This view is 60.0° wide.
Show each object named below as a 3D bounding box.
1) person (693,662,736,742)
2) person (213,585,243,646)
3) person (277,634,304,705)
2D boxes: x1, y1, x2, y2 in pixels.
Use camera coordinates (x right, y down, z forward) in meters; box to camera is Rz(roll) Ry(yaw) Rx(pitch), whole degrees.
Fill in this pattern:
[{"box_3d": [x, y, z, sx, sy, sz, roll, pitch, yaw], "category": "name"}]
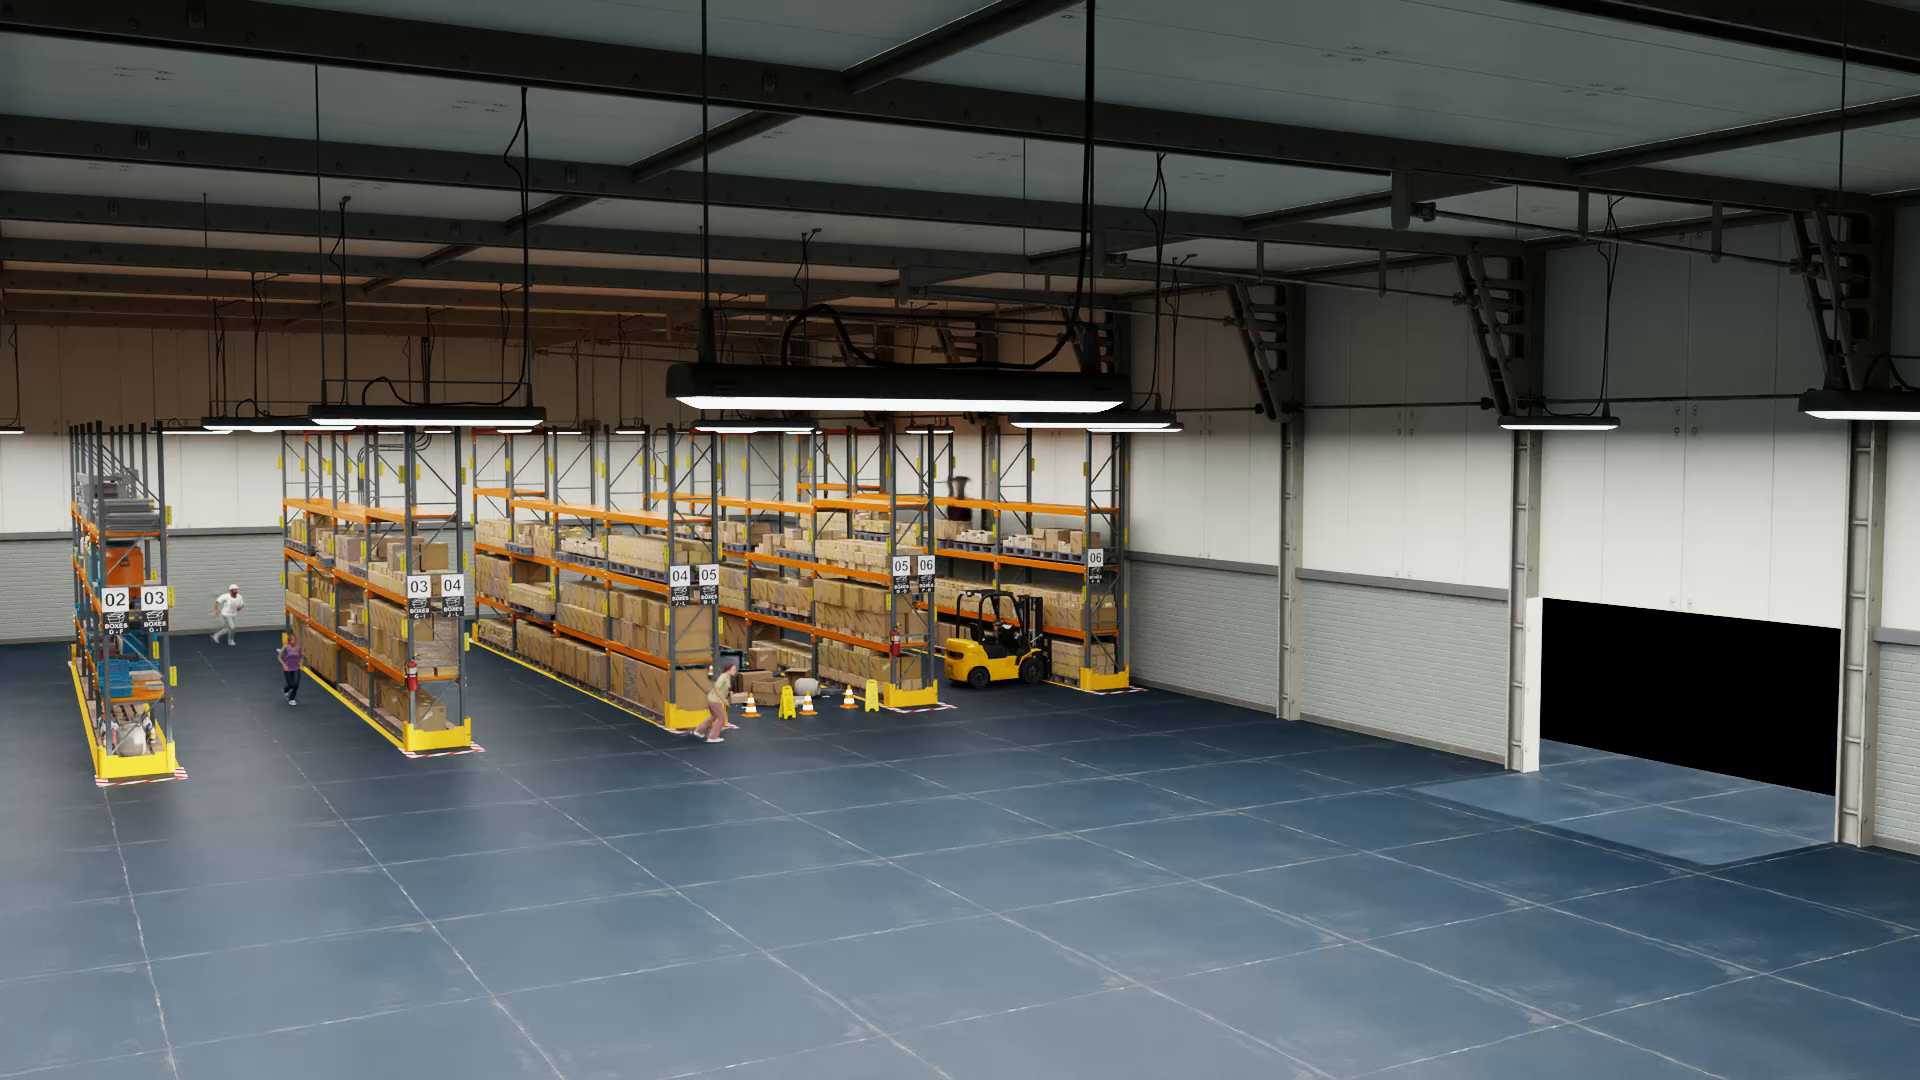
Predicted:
[{"box_3d": [-4.608, 3.034, 31.194, 0.831, 1.524, 0.603, 0, 4, -3], "category": "person"}, {"box_3d": [-20.179, 2.076, 45.808, 0.670, 1.701, 0.828, 1, 4, 22], "category": "person"}, {"box_3d": [-14.320, 2.768, 35.575, 0.539, 1.526, 0.581, -3, 5, -40], "category": "person"}]
